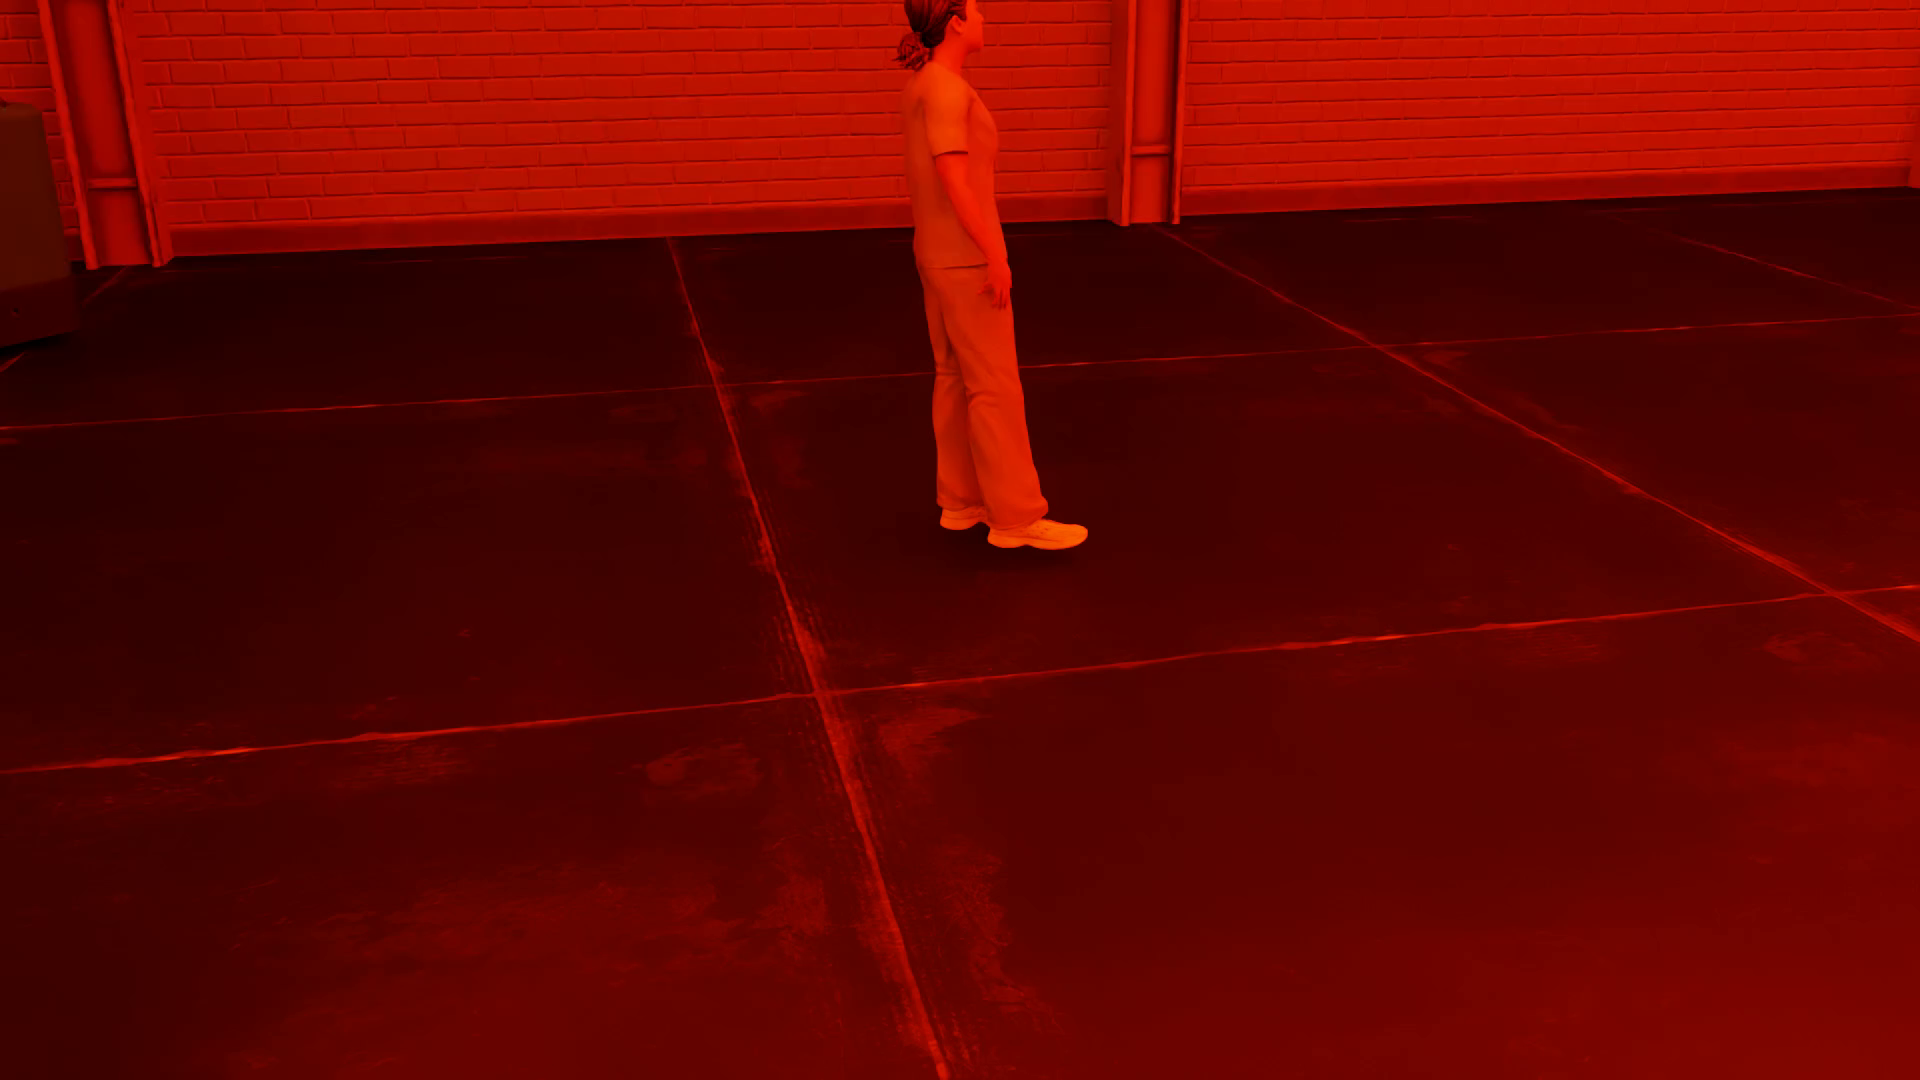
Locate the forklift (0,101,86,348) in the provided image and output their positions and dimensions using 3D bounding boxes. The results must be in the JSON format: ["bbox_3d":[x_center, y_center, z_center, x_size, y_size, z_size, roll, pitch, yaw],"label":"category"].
[{"bbox_3d":[-5.580,-2.375,7.404,3.031,2.935,1.130,10,23,25],"label":"forklift"}]

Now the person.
[{"bbox_3d":[0.075,-0.828,4.985,0.547,1.673,0.549,-5,21,-12],"label":"person"}]
